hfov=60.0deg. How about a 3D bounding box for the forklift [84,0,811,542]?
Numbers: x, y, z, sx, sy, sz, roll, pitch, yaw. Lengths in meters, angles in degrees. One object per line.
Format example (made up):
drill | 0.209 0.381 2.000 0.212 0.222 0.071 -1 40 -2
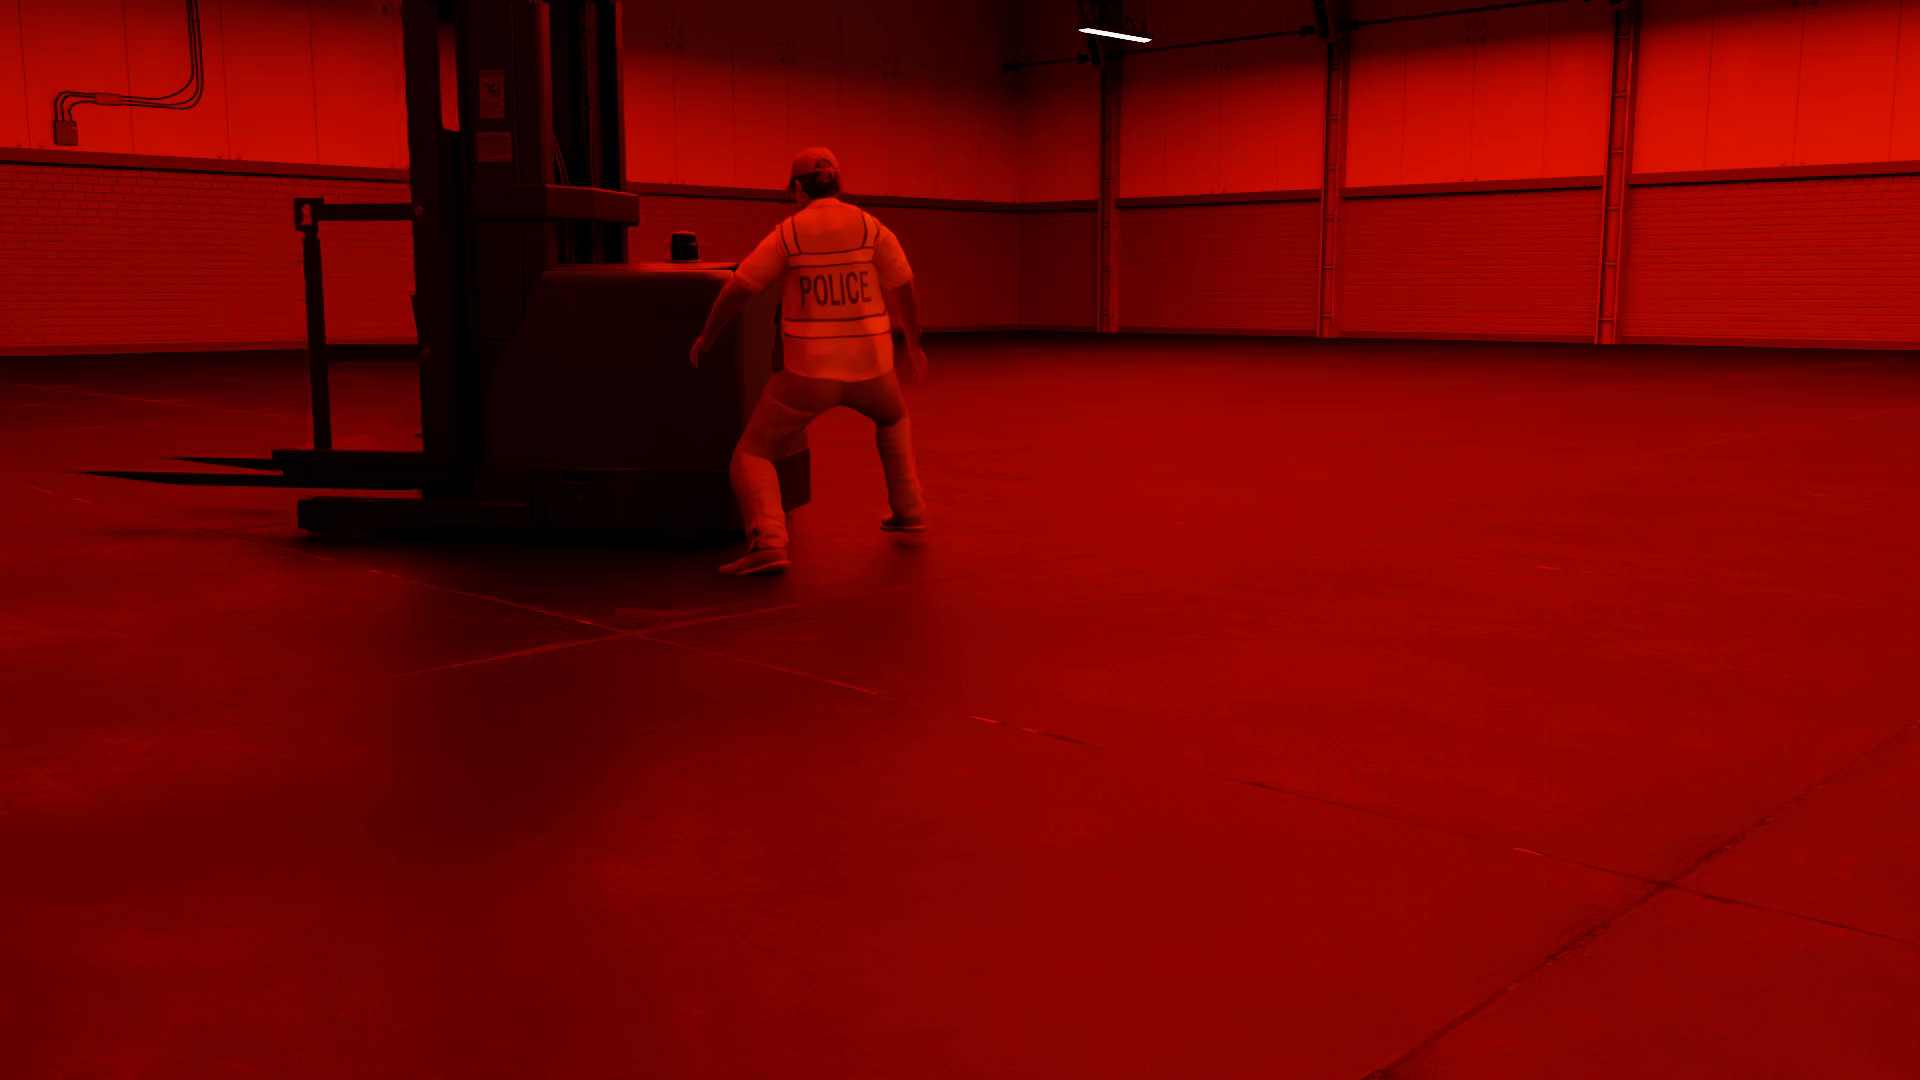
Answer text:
forklift | -2.229 -1.527 7.016 3.031 2.935 1.130 2 9 11

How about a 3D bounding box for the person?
person | -0.528 -0.664 6.151 0.895 1.546 0.696 -2 9 -15
